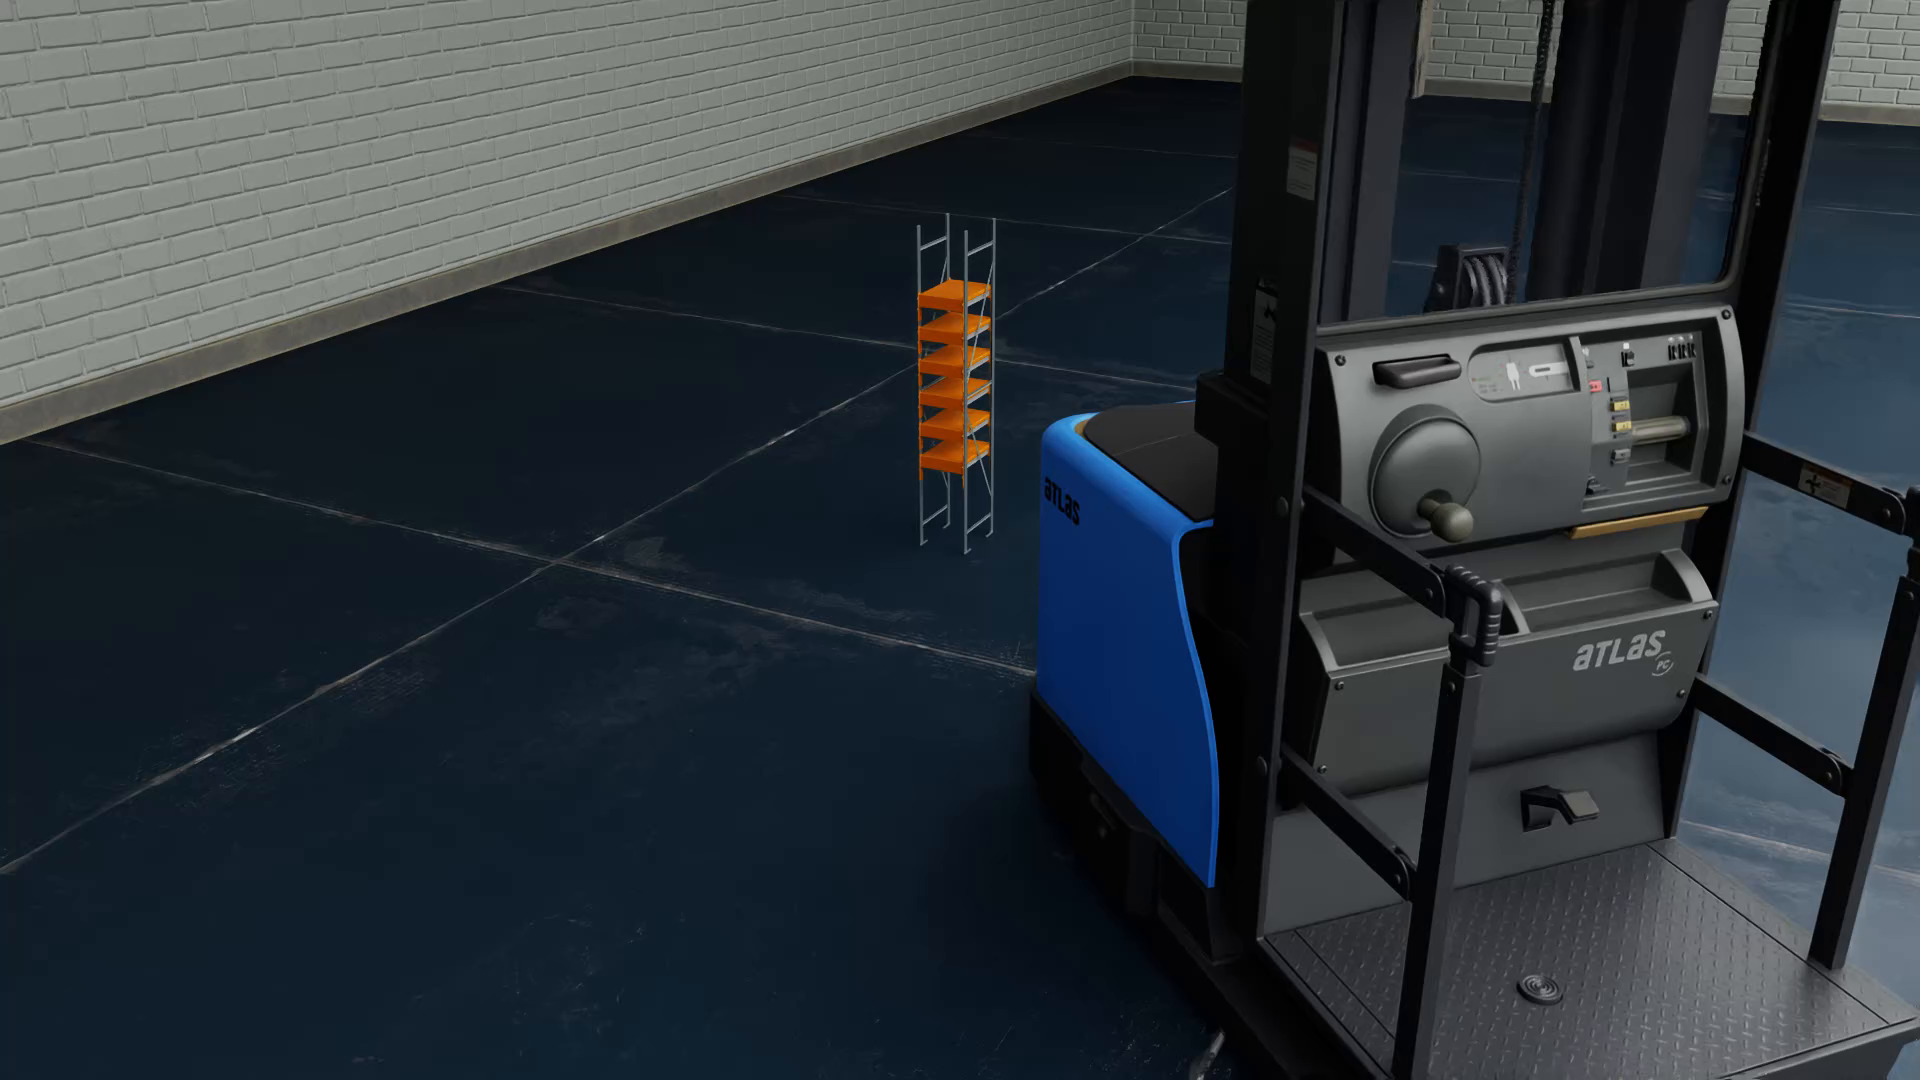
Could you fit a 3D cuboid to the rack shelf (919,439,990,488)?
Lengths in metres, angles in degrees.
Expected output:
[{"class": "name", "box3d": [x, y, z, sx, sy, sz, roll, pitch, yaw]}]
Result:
[{"class": "rack shelf", "box3d": [-0.013, -0.293, 6.133, 0.180, 0.103, 0.258, 11, 25, 25]}]

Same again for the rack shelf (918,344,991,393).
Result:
[{"class": "rack shelf", "box3d": [-0.013, -0.624, 5.992, 0.180, 0.103, 0.258, 11, 25, 25]}]

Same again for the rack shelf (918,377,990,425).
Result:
[{"class": "rack shelf", "box3d": [-0.013, -0.514, 6.039, 0.180, 0.103, 0.258, 11, 25, 25]}]

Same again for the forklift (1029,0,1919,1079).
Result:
[{"class": "forklift", "box3d": [1.183, -0.200, 2.976, 1.130, 2.935, 3.031, -8, 24, -19]}]

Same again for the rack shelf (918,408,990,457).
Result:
[{"class": "rack shelf", "box3d": [-0.013, -0.403, 6.086, 0.180, 0.103, 0.258, 11, 25, 25]}]

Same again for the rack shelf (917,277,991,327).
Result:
[{"class": "rack shelf", "box3d": [-0.013, -0.845, 5.898, 0.180, 0.103, 0.258, 11, 25, 25]}]

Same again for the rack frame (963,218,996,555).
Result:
[{"class": "rack frame", "box3d": [0.069, -0.539, 5.983, 0.006, 1.200, 0.240, 11, 25, 25]}]

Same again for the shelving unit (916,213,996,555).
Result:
[{"class": "shelving unit", "box3d": [-0.013, -0.555, 6.021, 0.189, 1.200, 0.258, 11, 25, 25]}]

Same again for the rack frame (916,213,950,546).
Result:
[{"class": "rack frame", "box3d": [-0.095, -0.571, 6.059, 0.006, 1.200, 0.240, 11, 25, 25]}]

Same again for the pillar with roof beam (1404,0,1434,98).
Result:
[{"class": "pillar with roof beam", "box3d": [2.536, -7.161, 11.590, 0.400, 9.000, 9.100, 11, 25, 25]}]

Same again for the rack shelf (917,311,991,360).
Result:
[{"class": "rack shelf", "box3d": [-0.013, -0.735, 5.945, 0.180, 0.103, 0.258, 11, 25, 25]}]
